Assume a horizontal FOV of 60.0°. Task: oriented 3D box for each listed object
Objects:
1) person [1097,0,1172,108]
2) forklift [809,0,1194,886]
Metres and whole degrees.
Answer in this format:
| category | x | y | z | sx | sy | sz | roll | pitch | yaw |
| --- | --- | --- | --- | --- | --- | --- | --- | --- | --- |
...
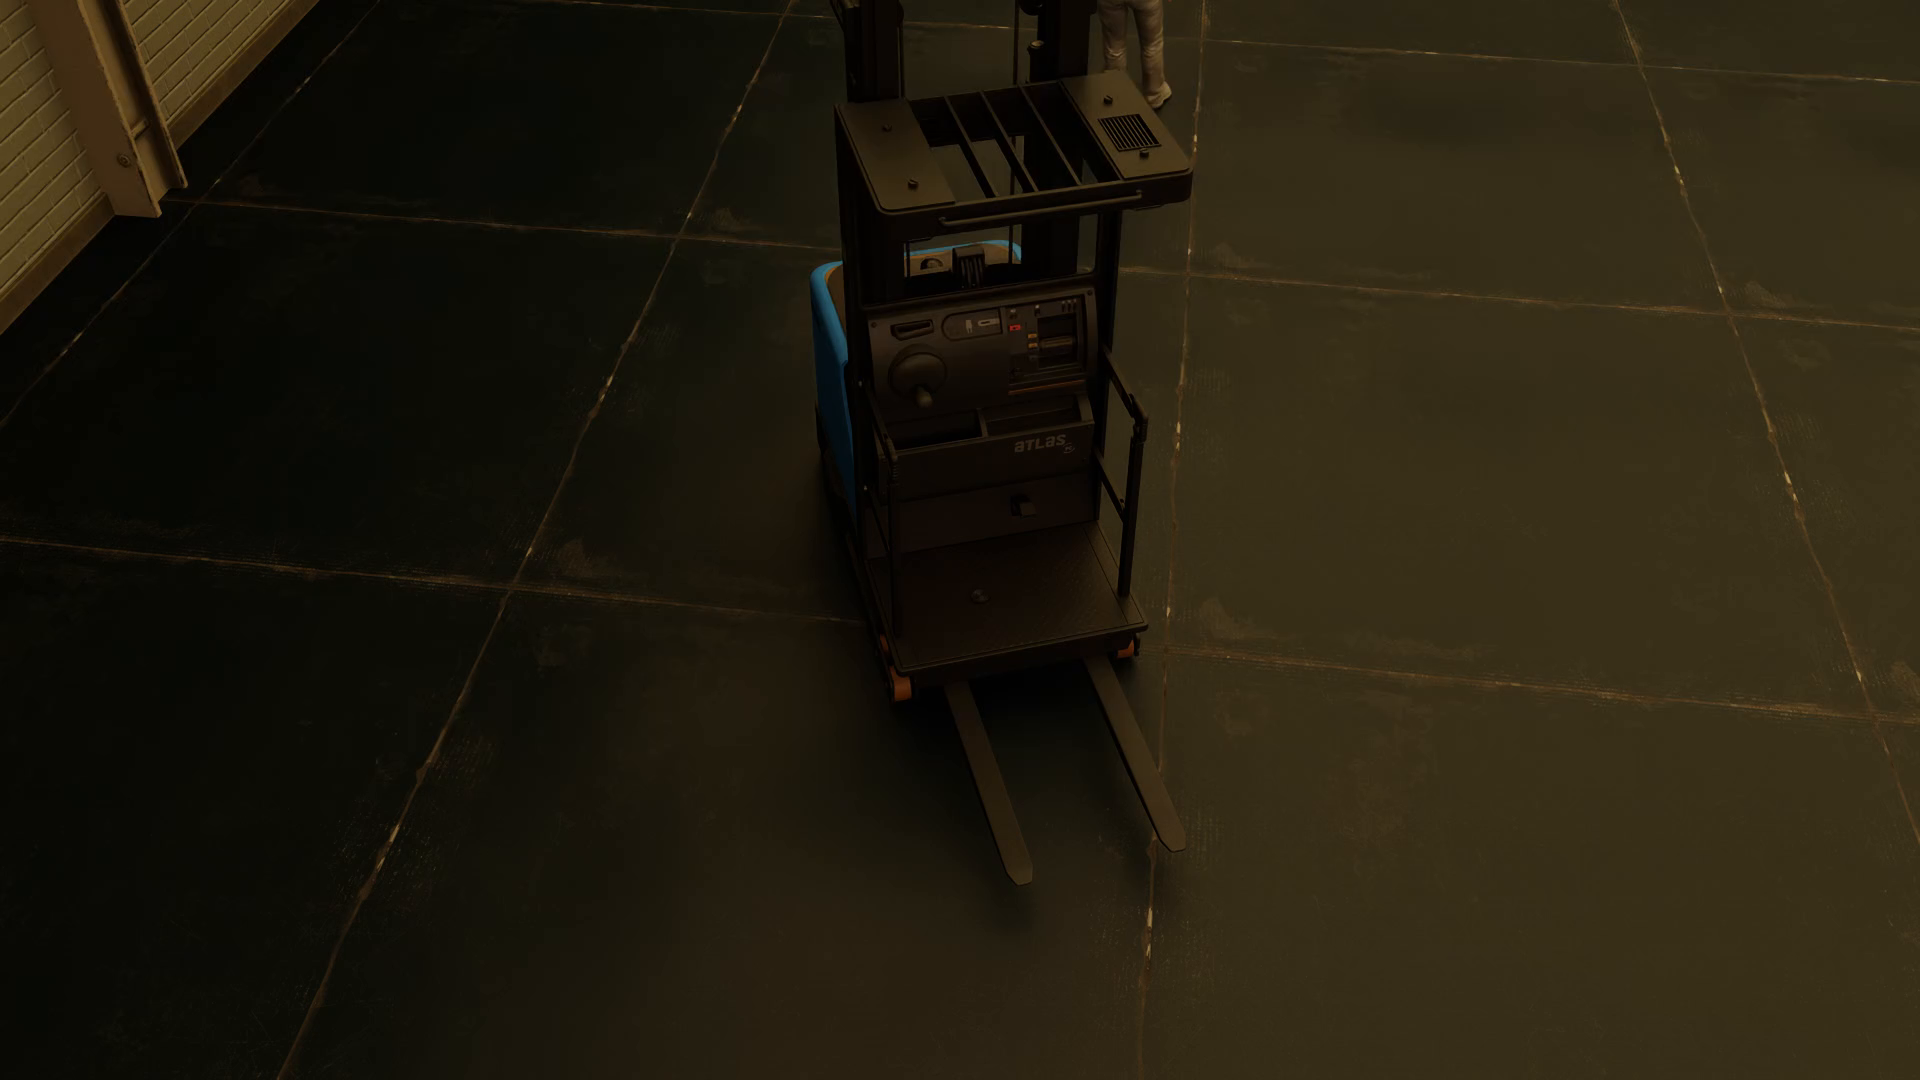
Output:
| category | x | y | z | sx | sy | sz | roll | pitch | yaw |
| --- | --- | --- | --- | --- | --- | --- | --- | --- | --- |
| person | 1.071 | -3.529 | 10.411 | 0.630 | 1.774 | 0.568 | 7 | 43 | 7 |
| forklift | 0.153 | -0.681 | 6.465 | 1.130 | 2.935 | 3.031 | -10 | 44 | -11 |
